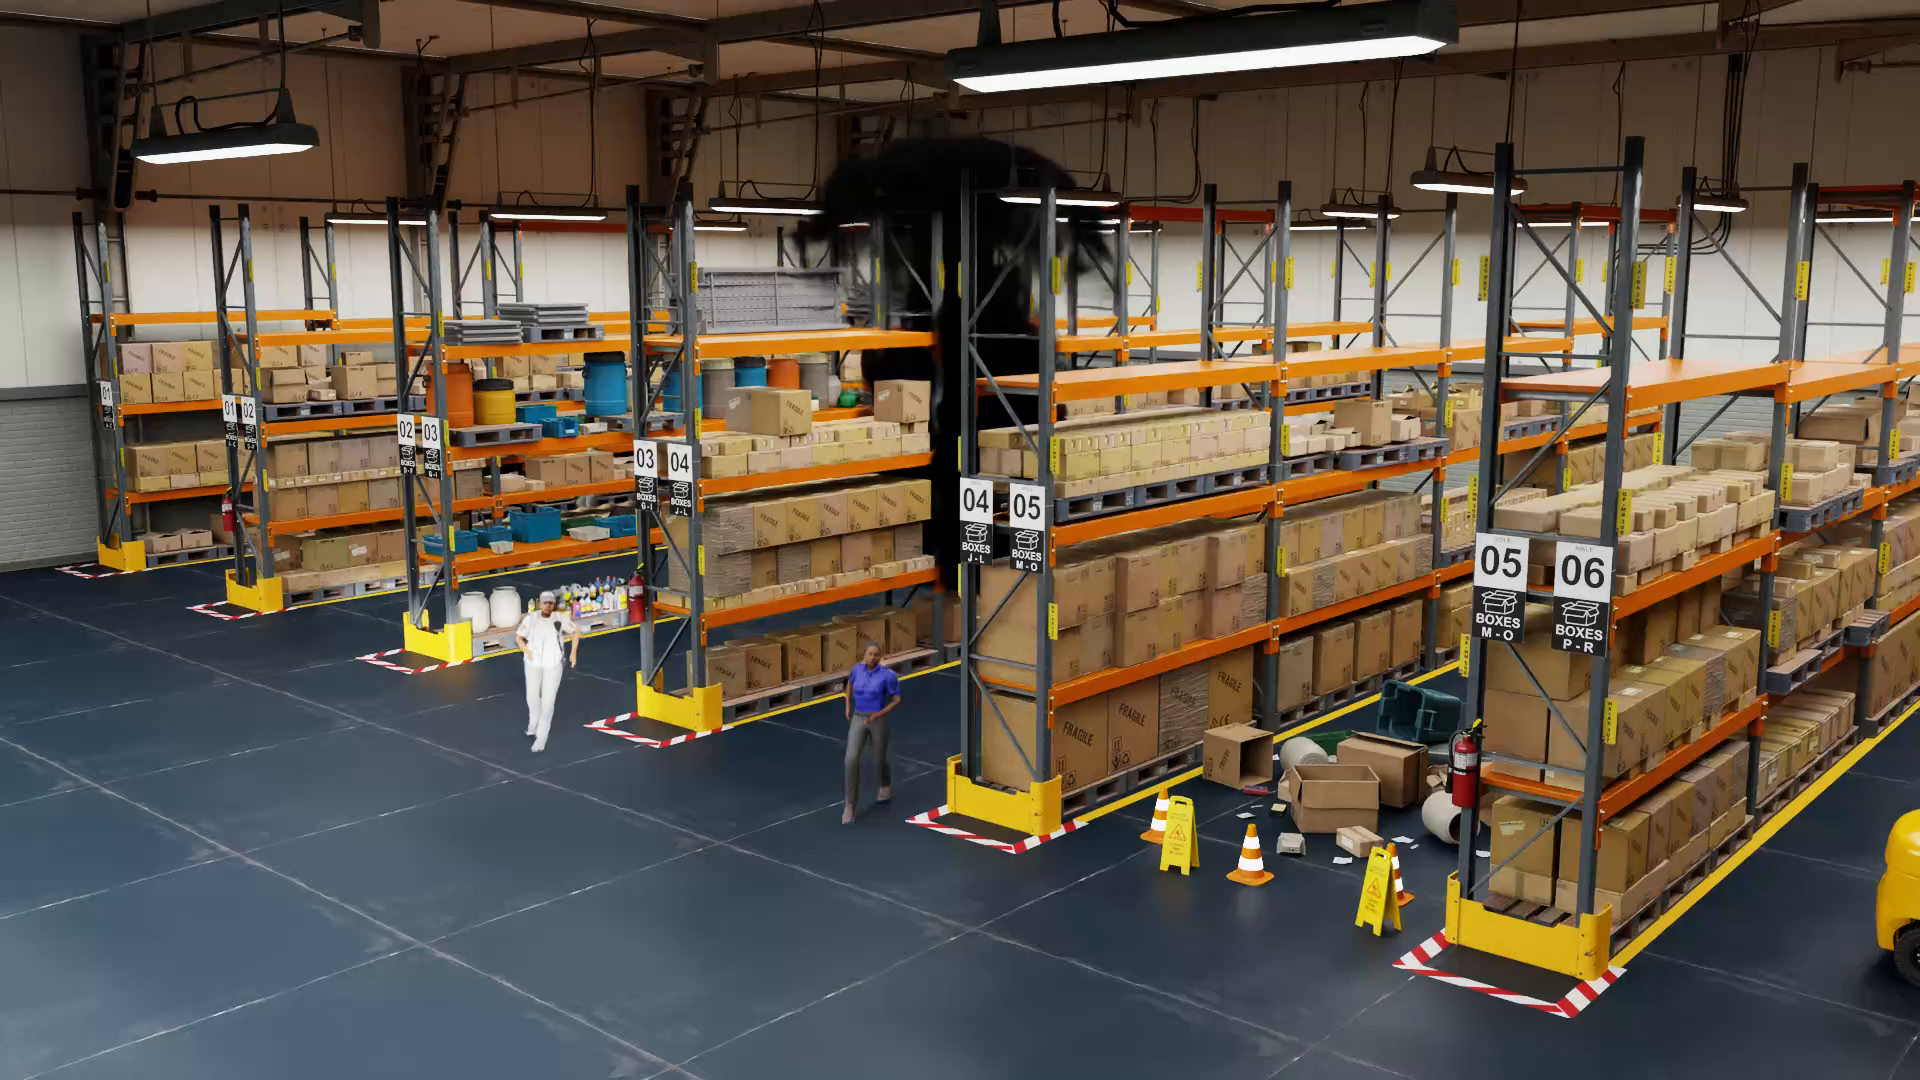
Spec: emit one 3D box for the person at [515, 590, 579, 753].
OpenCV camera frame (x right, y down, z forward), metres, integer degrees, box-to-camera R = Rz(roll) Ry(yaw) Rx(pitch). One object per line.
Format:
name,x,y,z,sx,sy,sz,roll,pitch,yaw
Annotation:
person,-4.479,1.385,17.995,0.639,1.689,0.802,-1,9,-4

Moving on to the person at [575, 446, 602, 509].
person,-7.063,-0.965,31.808,0.692,1.755,0.611,9,13,43

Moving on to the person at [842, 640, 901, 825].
person,-0.836,1.781,15.721,0.585,1.681,0.851,2,10,13
